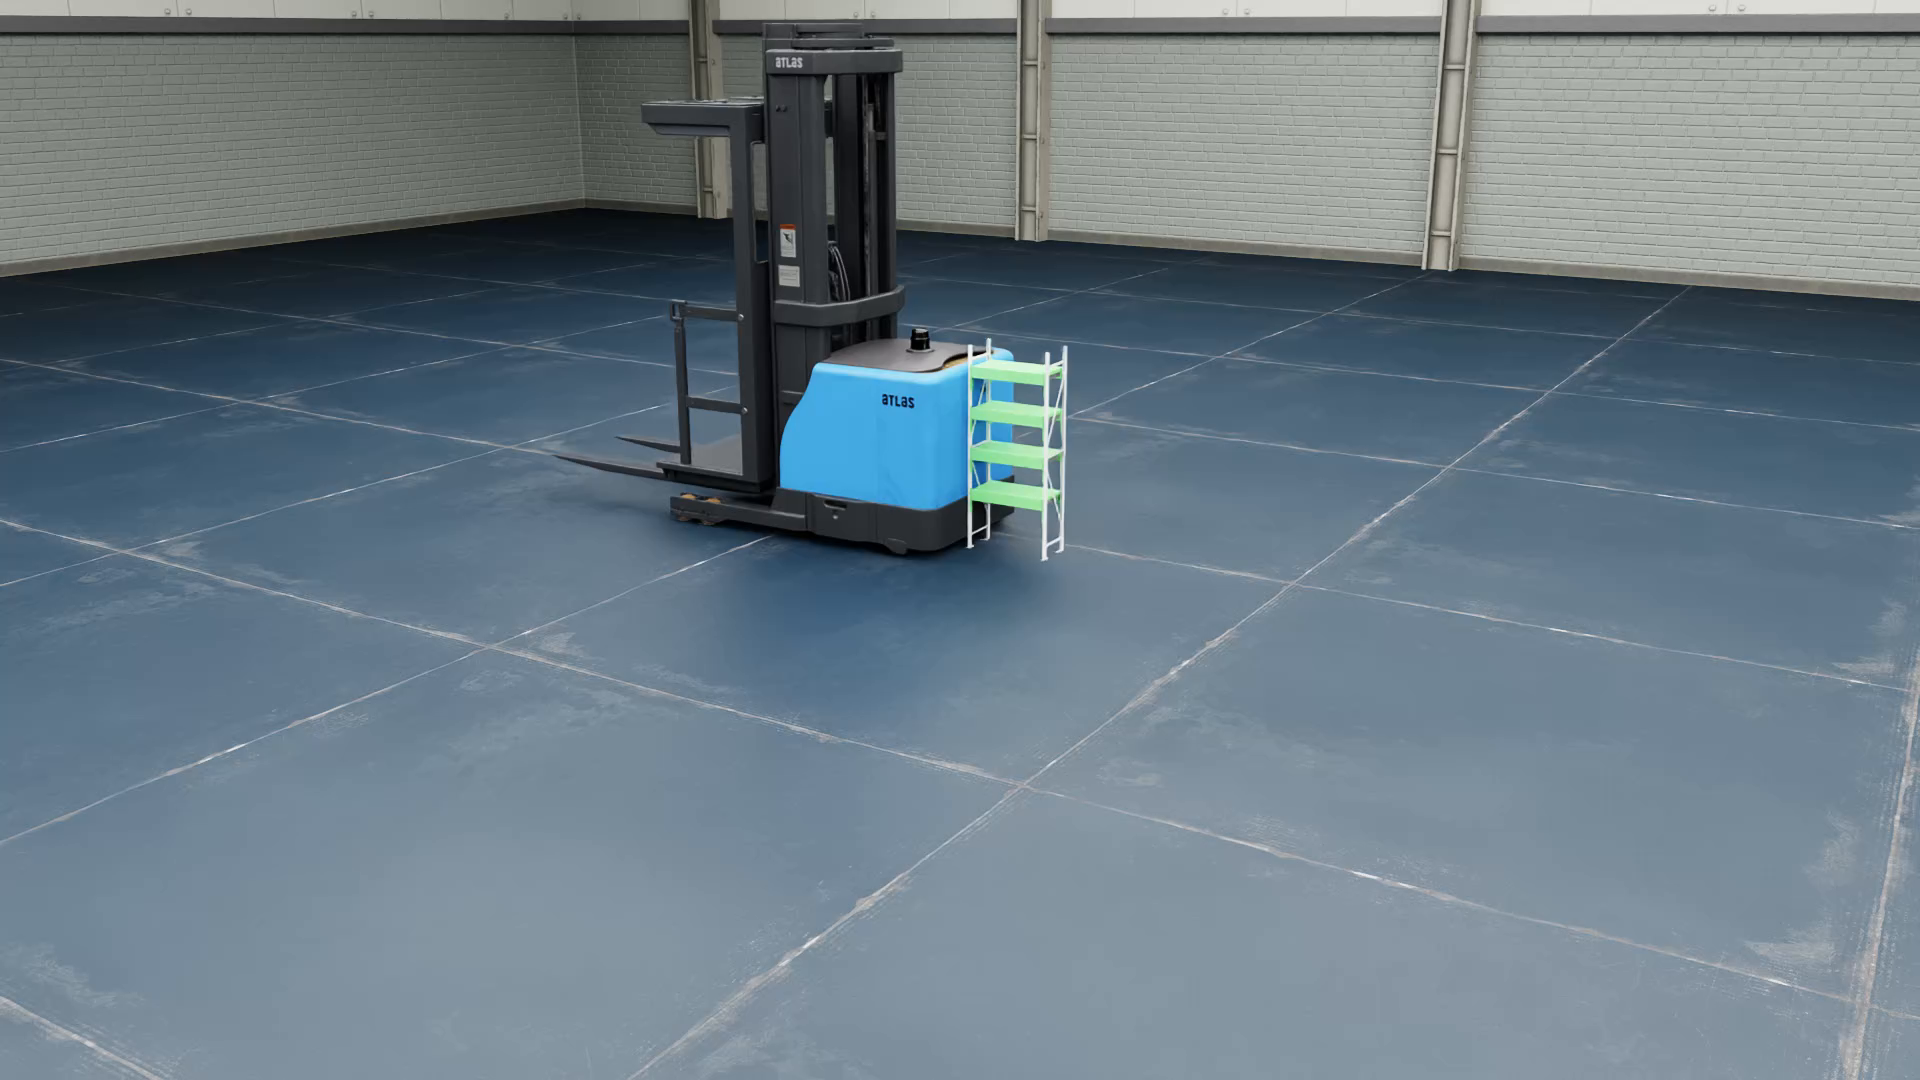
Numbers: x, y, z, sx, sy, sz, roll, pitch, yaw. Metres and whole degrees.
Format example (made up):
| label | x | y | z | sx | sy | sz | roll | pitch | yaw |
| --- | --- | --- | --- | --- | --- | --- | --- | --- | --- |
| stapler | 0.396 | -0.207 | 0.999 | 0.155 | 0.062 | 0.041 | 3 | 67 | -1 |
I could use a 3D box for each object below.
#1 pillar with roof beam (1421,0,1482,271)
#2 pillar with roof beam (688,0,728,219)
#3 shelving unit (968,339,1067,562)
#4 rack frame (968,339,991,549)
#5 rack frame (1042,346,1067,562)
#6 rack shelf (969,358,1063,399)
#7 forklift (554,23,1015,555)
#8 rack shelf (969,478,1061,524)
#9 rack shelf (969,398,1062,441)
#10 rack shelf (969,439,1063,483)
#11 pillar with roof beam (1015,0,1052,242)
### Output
| label | x | y | z | sx | sy | sz | roll | pitch | yaw |
| --- | --- | --- | --- | --- | --- | --- | --- | --- | --- |
| pillar with roof beam | 3.909 | -6.722 | 16.528 | 0.400 | 9.000 | 9.100 | 10 | 20 | 30 |
| pillar with roof beam | -6.316 | -8.547 | 22.537 | 0.400 | 9.000 | 9.100 | 10 | 20 | 30 |
| shelving unit | 0.324 | -0.518 | 9.522 | 0.503 | 1.200 | 0.258 | 10 | 19 | 29 |
| rack frame | 0.112 | -0.554 | 9.639 | 0.015 | 1.200 | 0.240 | 10 | 19 | 29 |
| rack frame | 0.535 | -0.483 | 9.405 | 0.015 | 1.200 | 0.240 | 10 | 19 | 29 |
| rack shelf | 0.324 | -0.916 | 9.401 | 0.480 | 0.148 | 0.258 | 10 | 19 | 29 |
| forklift | -1.199 | -1.611 | 10.142 | 3.031 | 2.935 | 1.130 | 10 | 19 | 29 |
| rack shelf | 0.324 | -0.227 | 9.611 | 0.480 | 0.148 | 0.258 | 10 | 19 | 29 |
| rack shelf | 0.324 | -0.687 | 9.471 | 0.480 | 0.148 | 0.258 | 10 | 19 | 29 |
| rack shelf | 0.324 | -0.457 | 9.541 | 0.480 | 0.148 | 0.258 | 10 | 19 | 29 |
| pillar with roof beam | -1.203 | -7.635 | 19.532 | 0.400 | 9.000 | 9.100 | 10 | 20 | 30 |
